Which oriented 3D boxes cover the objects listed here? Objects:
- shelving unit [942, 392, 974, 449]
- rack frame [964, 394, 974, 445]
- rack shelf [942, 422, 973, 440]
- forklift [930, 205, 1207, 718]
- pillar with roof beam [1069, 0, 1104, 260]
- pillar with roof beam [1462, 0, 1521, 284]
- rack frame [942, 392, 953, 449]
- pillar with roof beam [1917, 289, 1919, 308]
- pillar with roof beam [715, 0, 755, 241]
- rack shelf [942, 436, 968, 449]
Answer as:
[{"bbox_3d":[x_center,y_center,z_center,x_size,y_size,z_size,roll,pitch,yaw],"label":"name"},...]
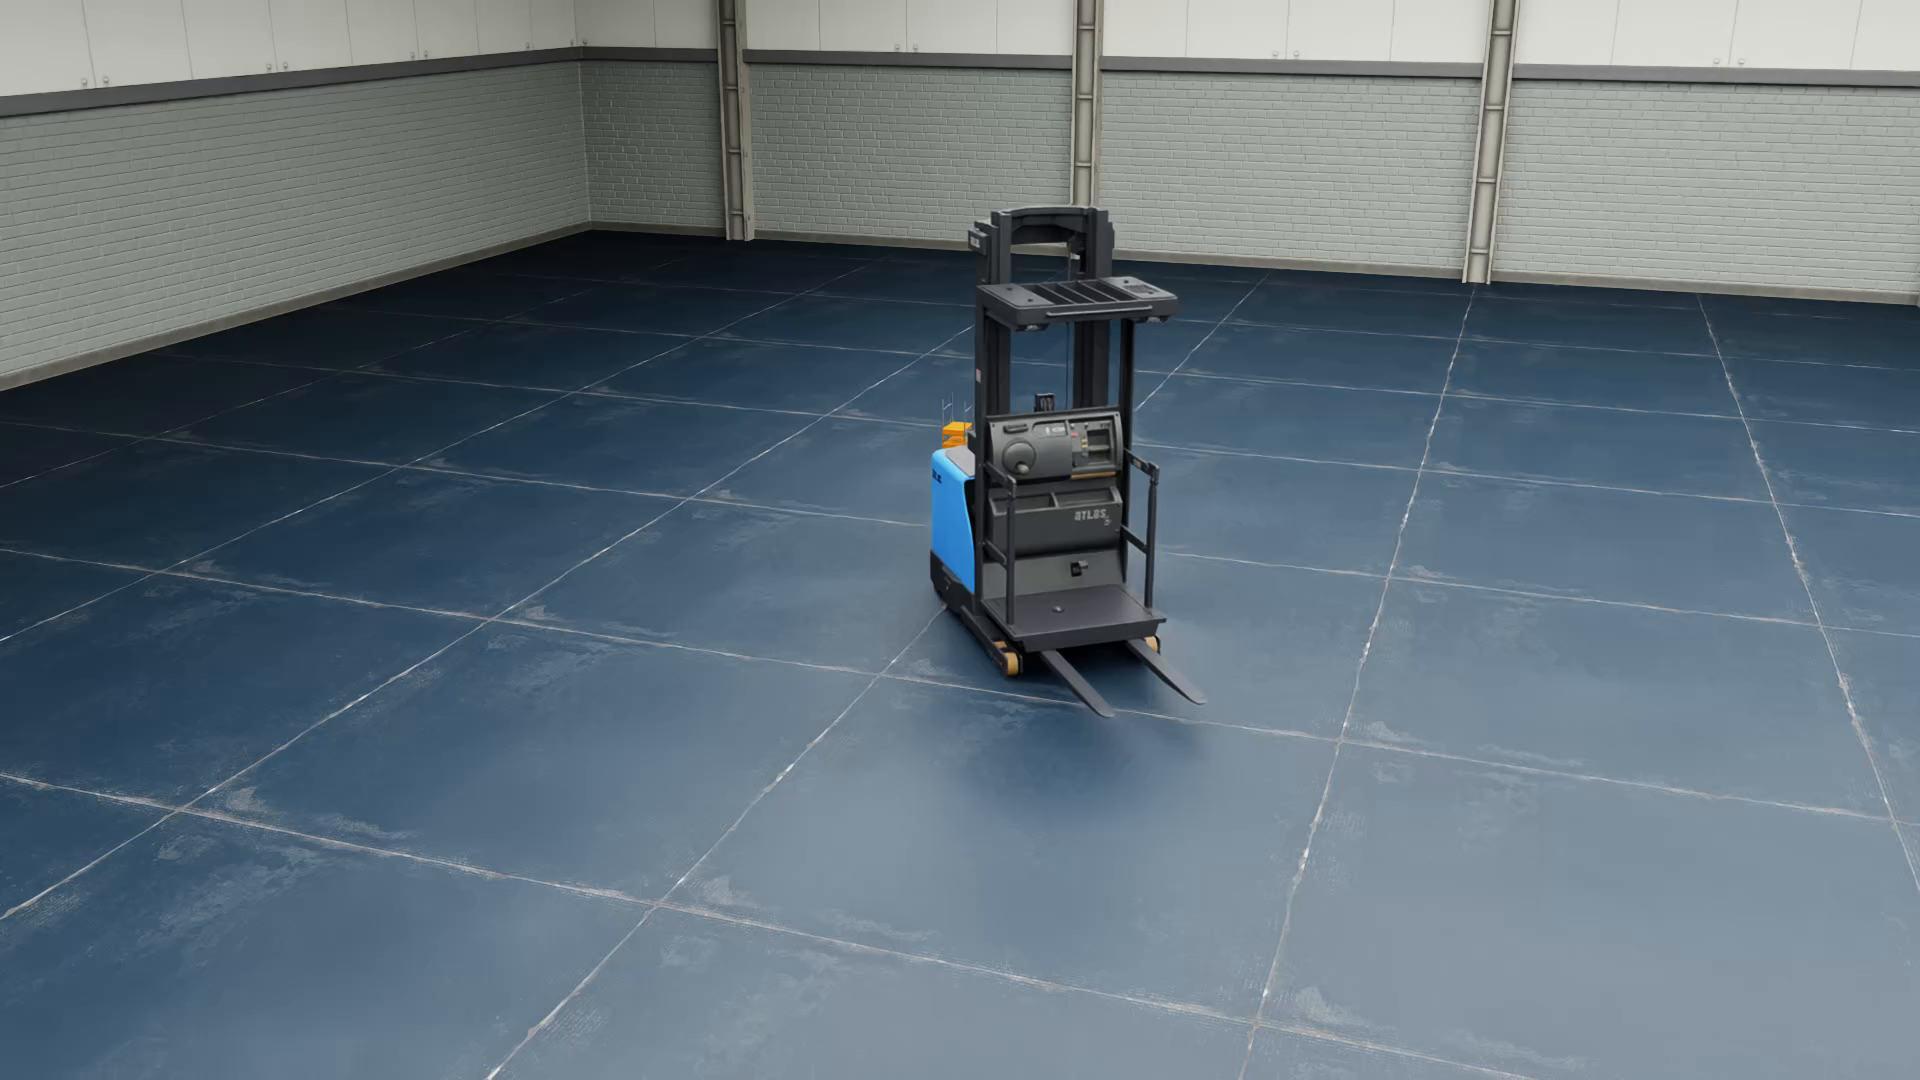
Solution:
[{"bbox_3d":[-0.014,-0.568,13.383,0.189,1.200,0.258,7,20,18],"label":"shelving unit"},{"bbox_3d":[0.073,-0.558,13.355,0.006,1.200,0.240,7,20,18],"label":"rack frame"},{"bbox_3d":[-0.014,-0.866,13.279,0.180,0.103,0.258,7,20,18],"label":"rack shelf"},{"bbox_3d":[0.714,-0.628,10.925,1.130,2.935,3.031,-6,20,-17],"label":"forklift"},{"bbox_3d":[0.533,-7.370,21.049,0.400,9.000,9.100,7,20,18],"label":"pillar with roof beam"},{"bbox_3d":[6.201,-6.722,19.189,0.400,9.000,9.100,7,20,18],"label":"pillar with roof beam"},{"bbox_3d":[-0.100,-0.578,13.412,0.006,1.200,0.240,7,20,18],"label":"rack frame"},{"bbox_3d":[11.868,-6.074,17.330,0.400,9.000,9.100,7,20,18],"label":"pillar with roof beam"},{"bbox_3d":[-5.135,-8.018,22.908,0.400,9.000,9.100,7,20,18],"label":"pillar with roof beam"},{"bbox_3d":[-0.014,-0.753,13.319,0.180,0.103,0.258,7,20,18],"label":"rack shelf"}]
